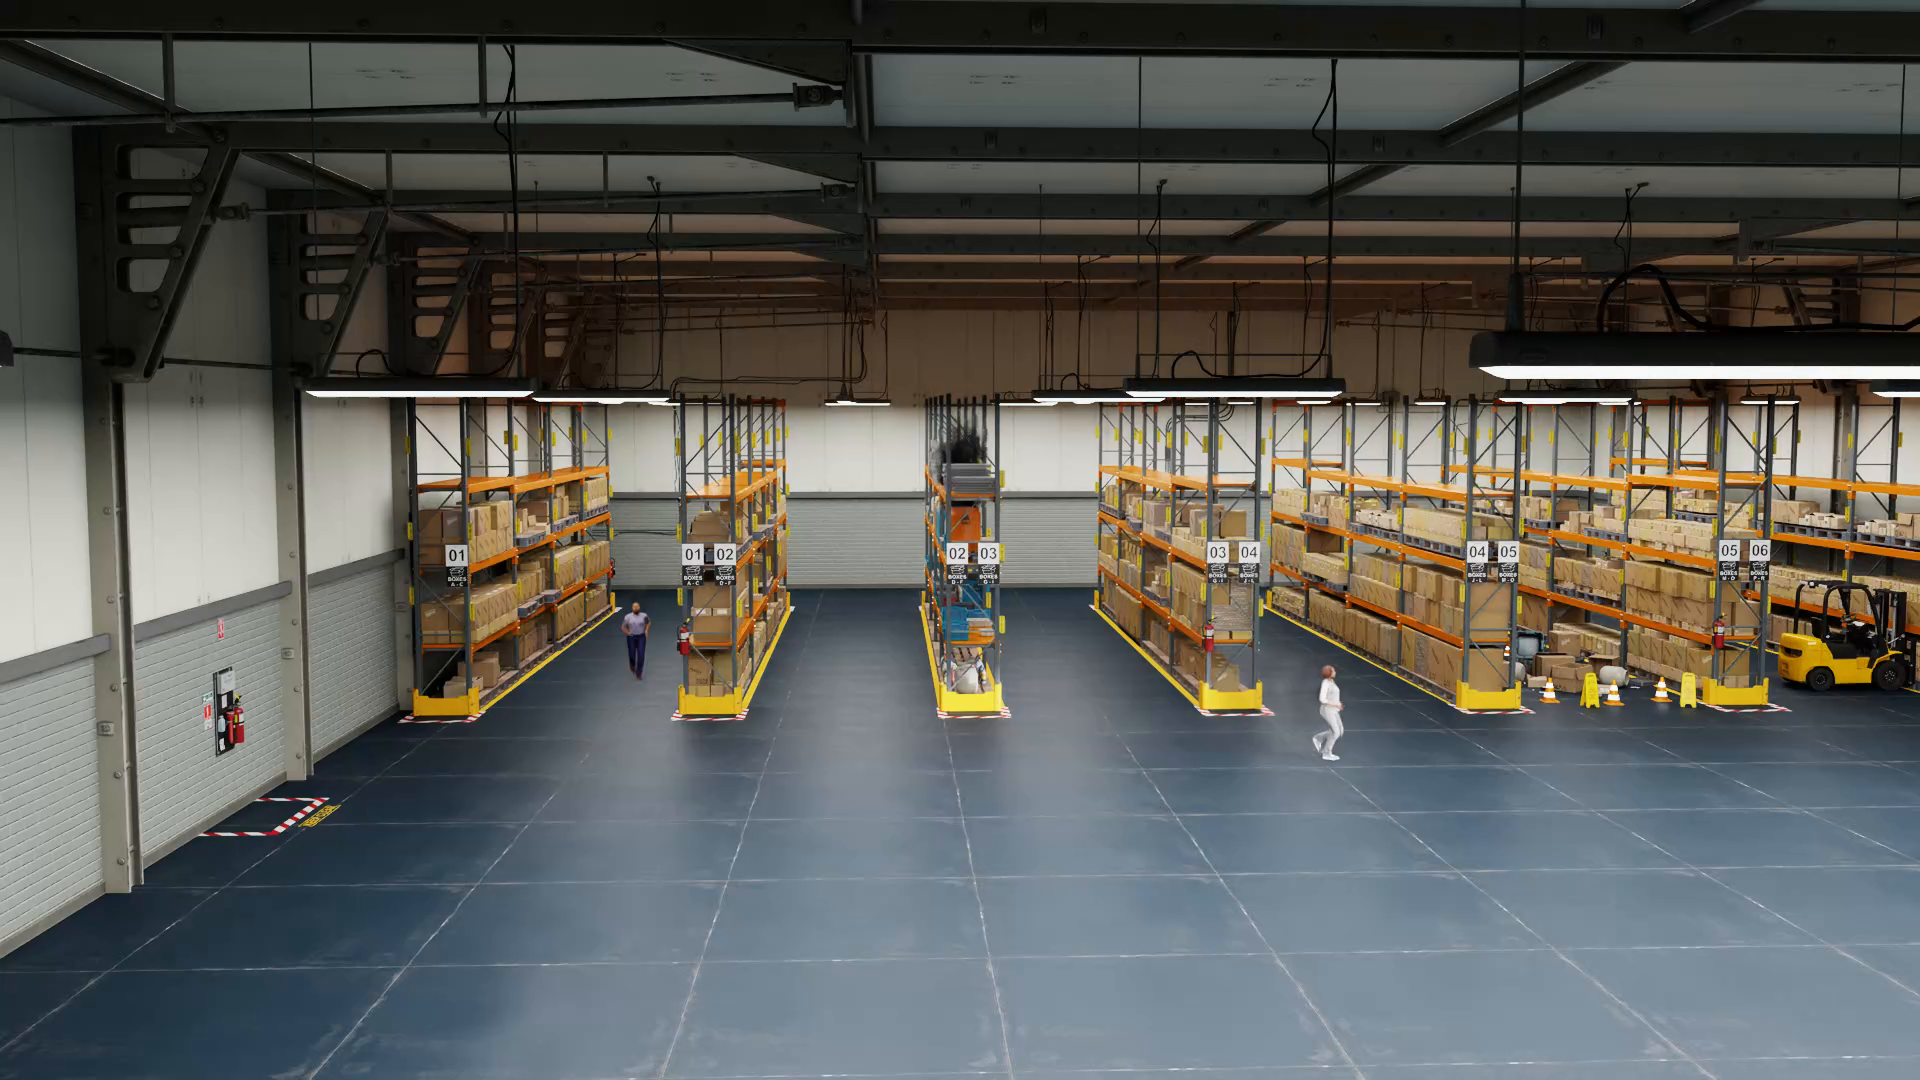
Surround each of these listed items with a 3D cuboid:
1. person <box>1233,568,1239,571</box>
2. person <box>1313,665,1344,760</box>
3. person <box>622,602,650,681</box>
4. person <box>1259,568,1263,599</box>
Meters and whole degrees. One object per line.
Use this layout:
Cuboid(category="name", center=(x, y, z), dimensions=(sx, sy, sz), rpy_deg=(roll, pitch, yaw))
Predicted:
Cuboid(category="person", center=(7.652, 1.193, 47.576), dimensions=(0.616, 1.543, 0.526), rpy_deg=(3, 5, 35))
Cuboid(category="person", center=(6.008, 2.808, 27.082), dimensions=(0.560, 1.550, 0.532), rpy_deg=(2, 5, 27))
Cuboid(category="person", center=(-6.869, 2.132, 35.313), dimensions=(0.607, 1.628, 0.849), rpy_deg=(-1, 5, -14))
Cuboid(category="person", center=(7.810, 1.298, 44.565), dimensions=(0.674, 1.783, 0.990), rpy_deg=(-1, 5, -7))
